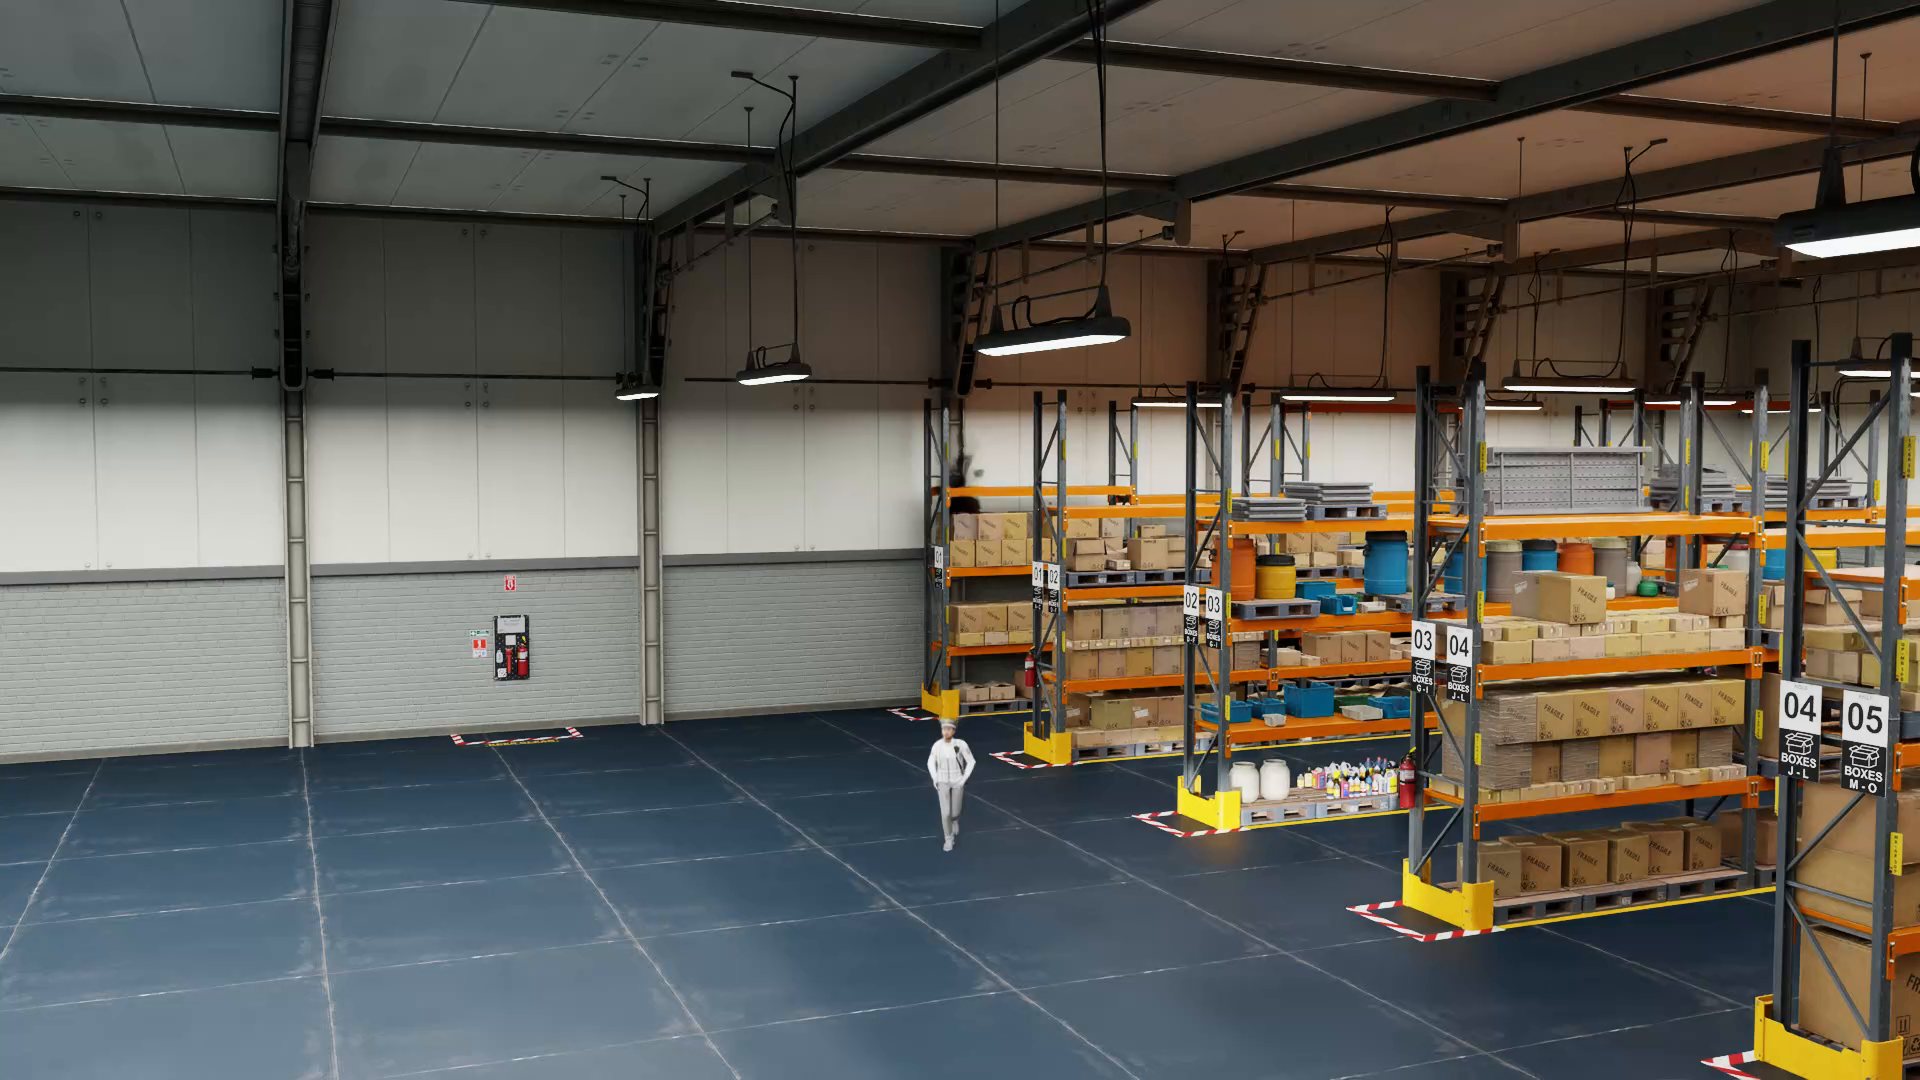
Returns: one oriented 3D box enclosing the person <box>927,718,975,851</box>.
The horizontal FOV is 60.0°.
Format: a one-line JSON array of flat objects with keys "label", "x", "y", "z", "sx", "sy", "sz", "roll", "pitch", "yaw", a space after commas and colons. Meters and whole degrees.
[{"label": "person", "x": -0.117, "y": 3.092, "z": 21.247, "sx": 0.616, "sy": 1.673, "sz": 0.538, "roll": 0, "pitch": 3, "yaw": 8}]
